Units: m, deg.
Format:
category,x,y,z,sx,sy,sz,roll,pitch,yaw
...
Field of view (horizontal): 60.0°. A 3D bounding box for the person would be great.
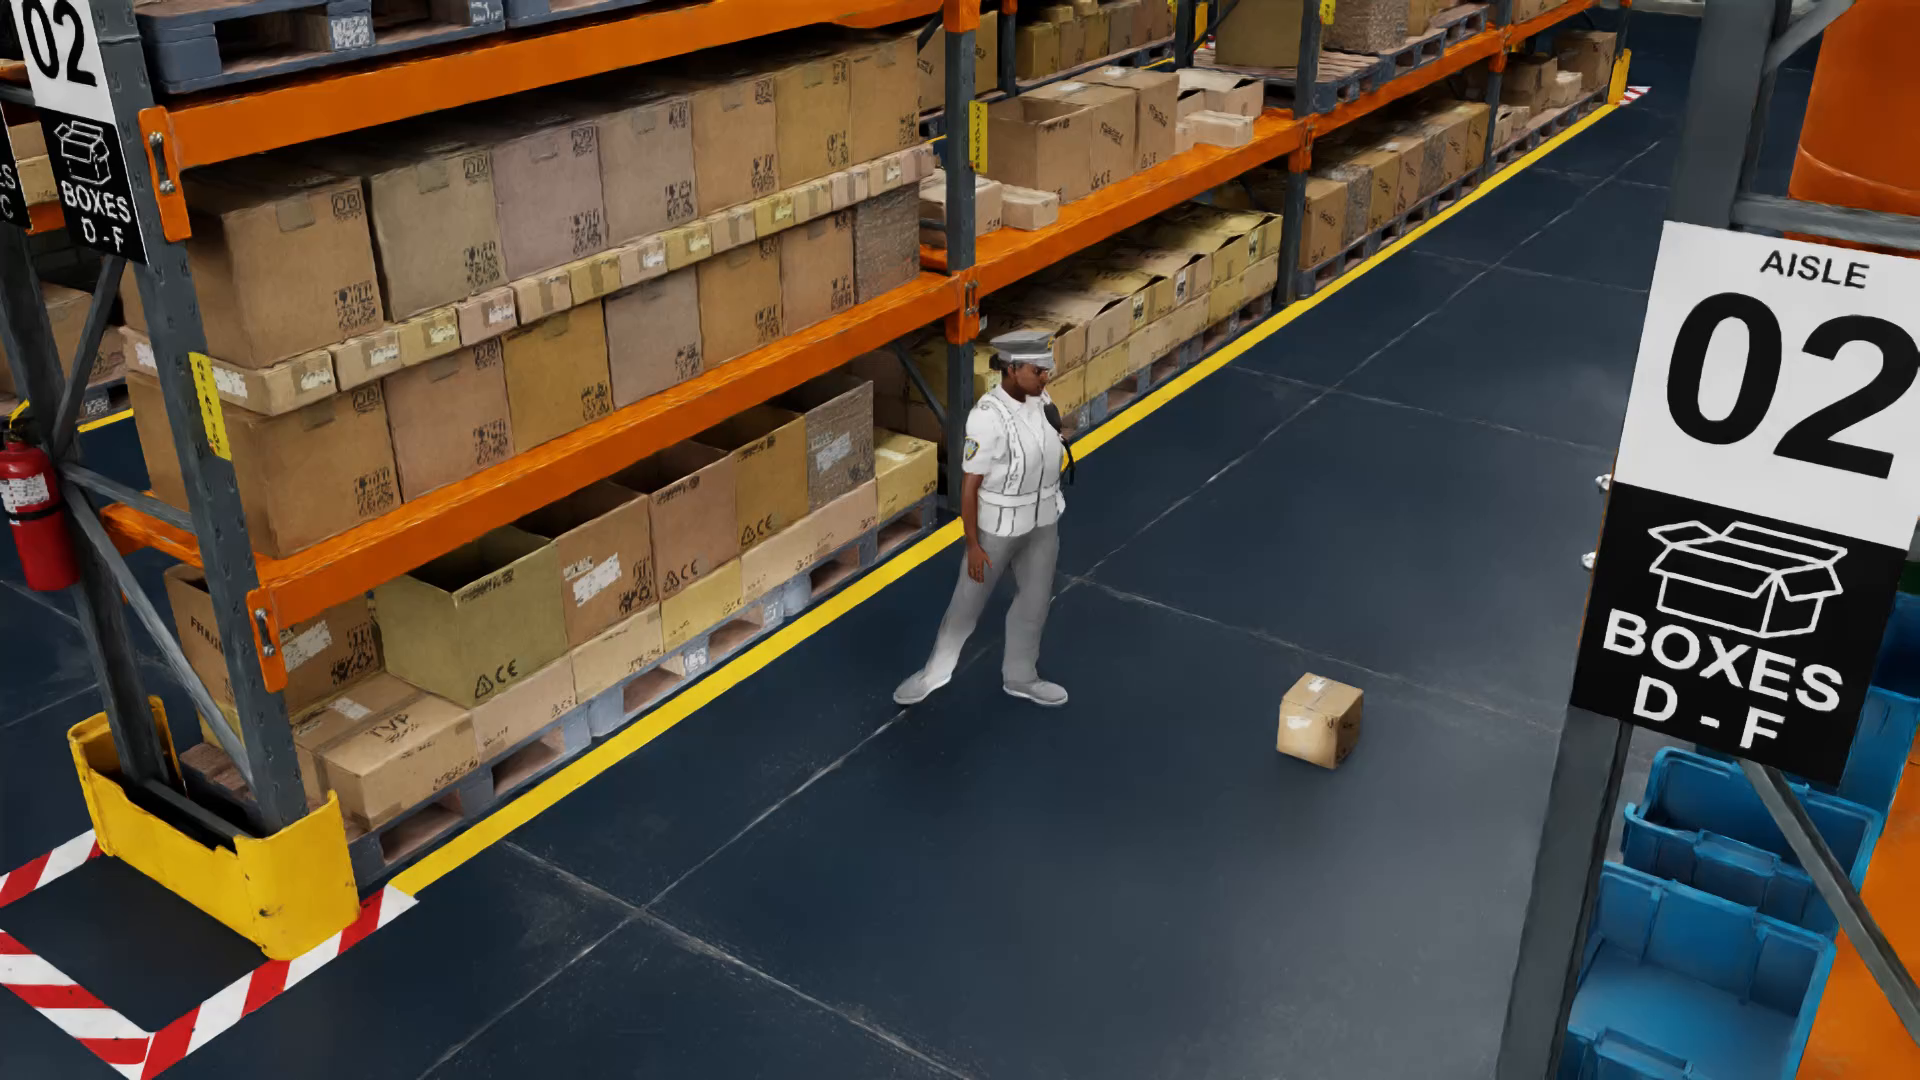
category,x,y,z,sx,sy,sz,roll,pitch,yaw
person,0.096,-0.050,6.711,0.665,1.667,0.487,-18,32,-31
